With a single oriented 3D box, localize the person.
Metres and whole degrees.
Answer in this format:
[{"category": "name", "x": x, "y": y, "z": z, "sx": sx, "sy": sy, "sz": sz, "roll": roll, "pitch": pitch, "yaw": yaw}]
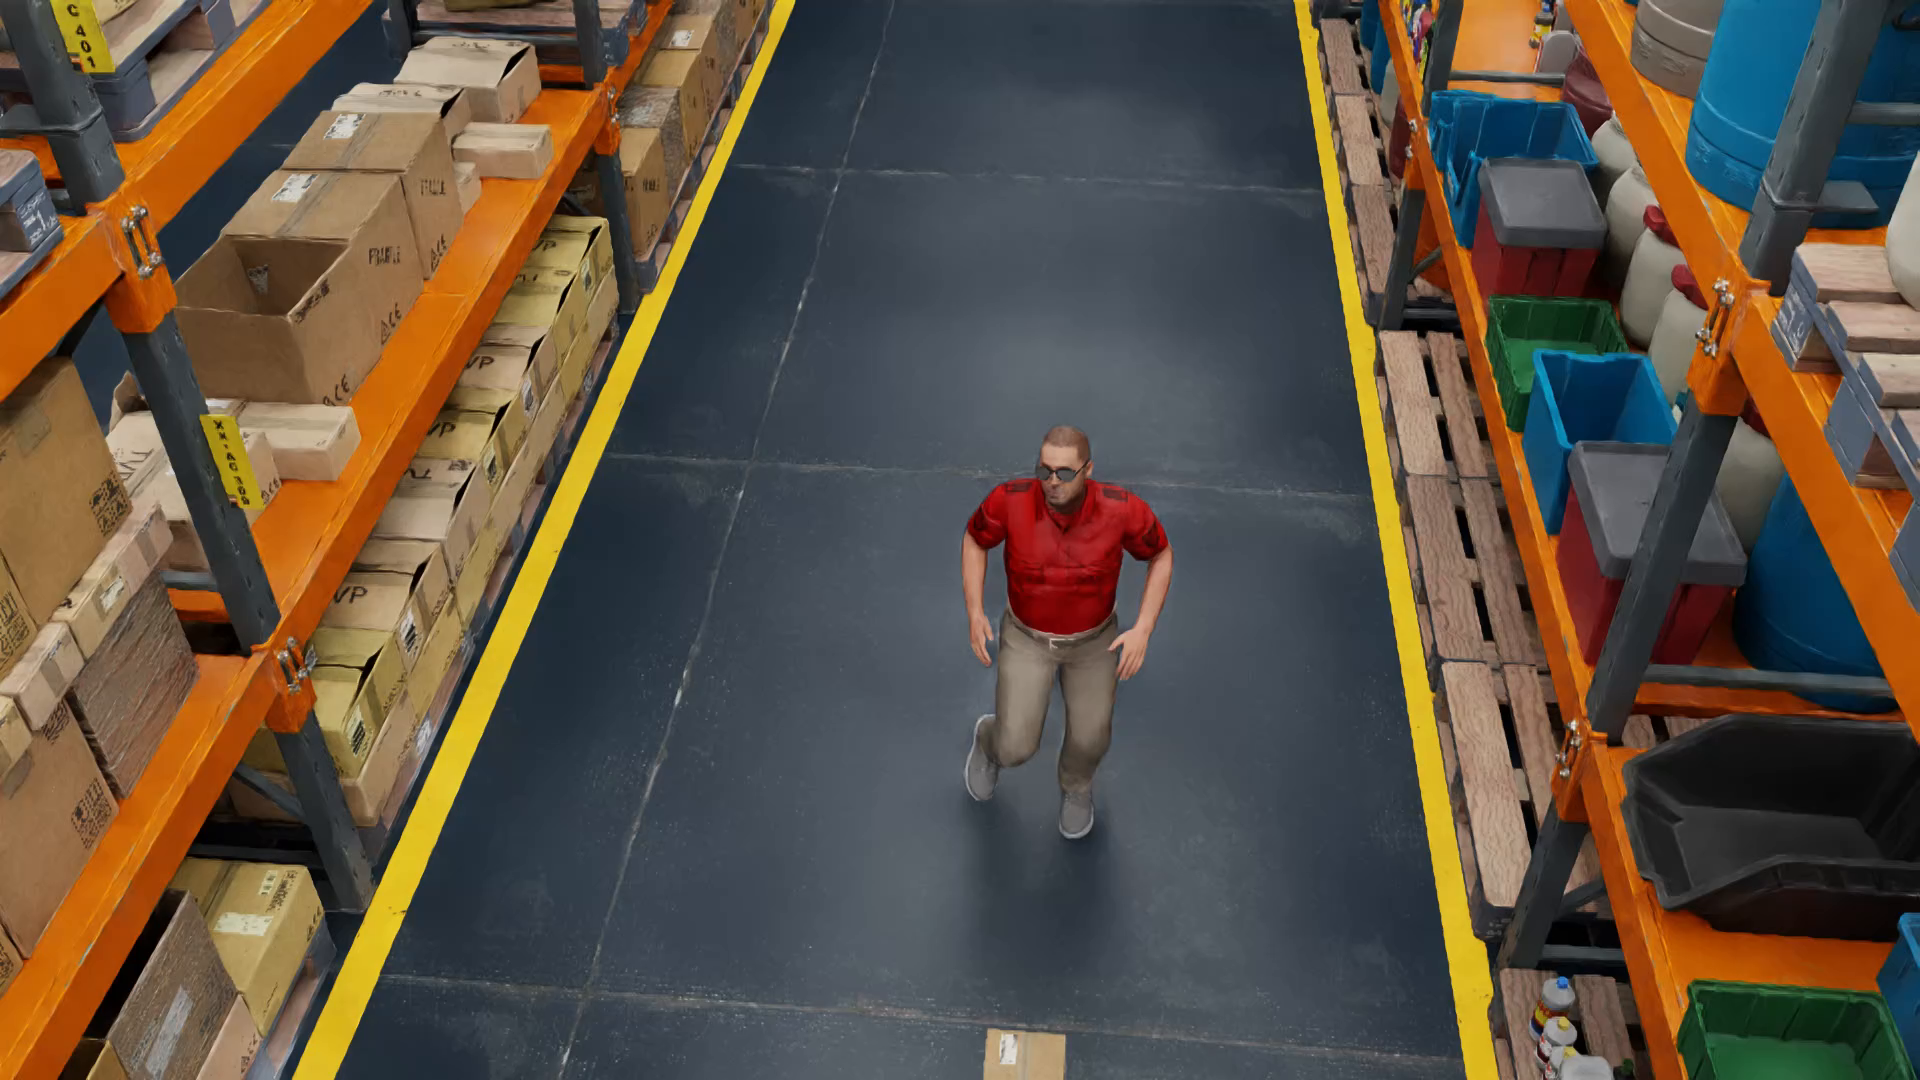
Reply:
[{"category": "person", "x": 0.368, "y": 0.356, "z": 5.775, "sx": 0.717, "sy": 1.696, "sz": 0.499, "roll": -1, "pitch": 40, "yaw": -1}]
